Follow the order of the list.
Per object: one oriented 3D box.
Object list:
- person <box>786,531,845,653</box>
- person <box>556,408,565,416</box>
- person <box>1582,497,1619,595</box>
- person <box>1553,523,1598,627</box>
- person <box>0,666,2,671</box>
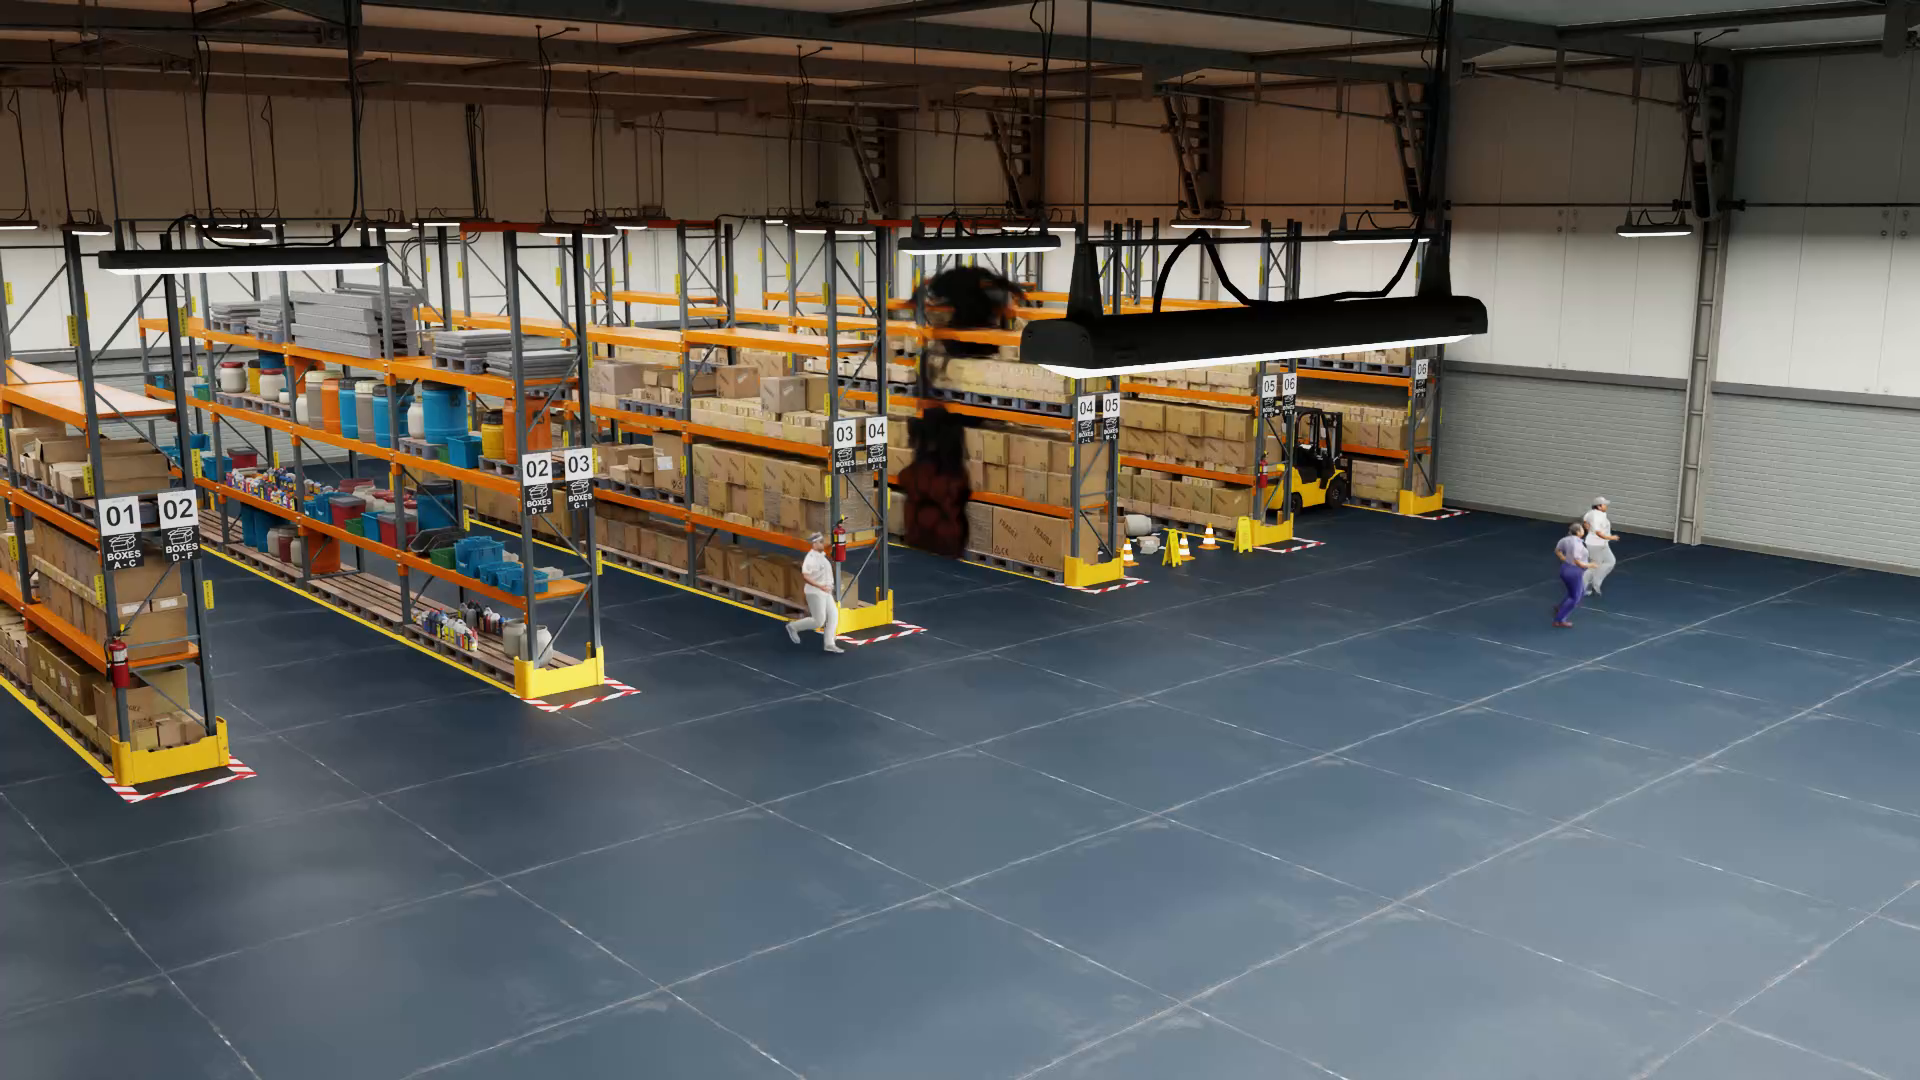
[{"bbox_3d":[-2.058,0.746,23.844,0.857,1.765,0.684,3,12,14],"label":"person"},{"bbox_3d":[-9.284,-2.238,38.606,0.776,1.746,0.605,-3,12,-15],"label":"person"},{"bbox_3d":[10.429,0.108,27.215,0.646,1.666,0.605,4,12,17],"label":"person"},{"bbox_3d":[9.322,0.518,25.201,0.575,1.604,0.579,0,11,-2],"label":"person"},{"bbox_3d":[-11.207,1.780,18.941,0.755,1.716,0.544,11,16,42],"label":"person"}]
